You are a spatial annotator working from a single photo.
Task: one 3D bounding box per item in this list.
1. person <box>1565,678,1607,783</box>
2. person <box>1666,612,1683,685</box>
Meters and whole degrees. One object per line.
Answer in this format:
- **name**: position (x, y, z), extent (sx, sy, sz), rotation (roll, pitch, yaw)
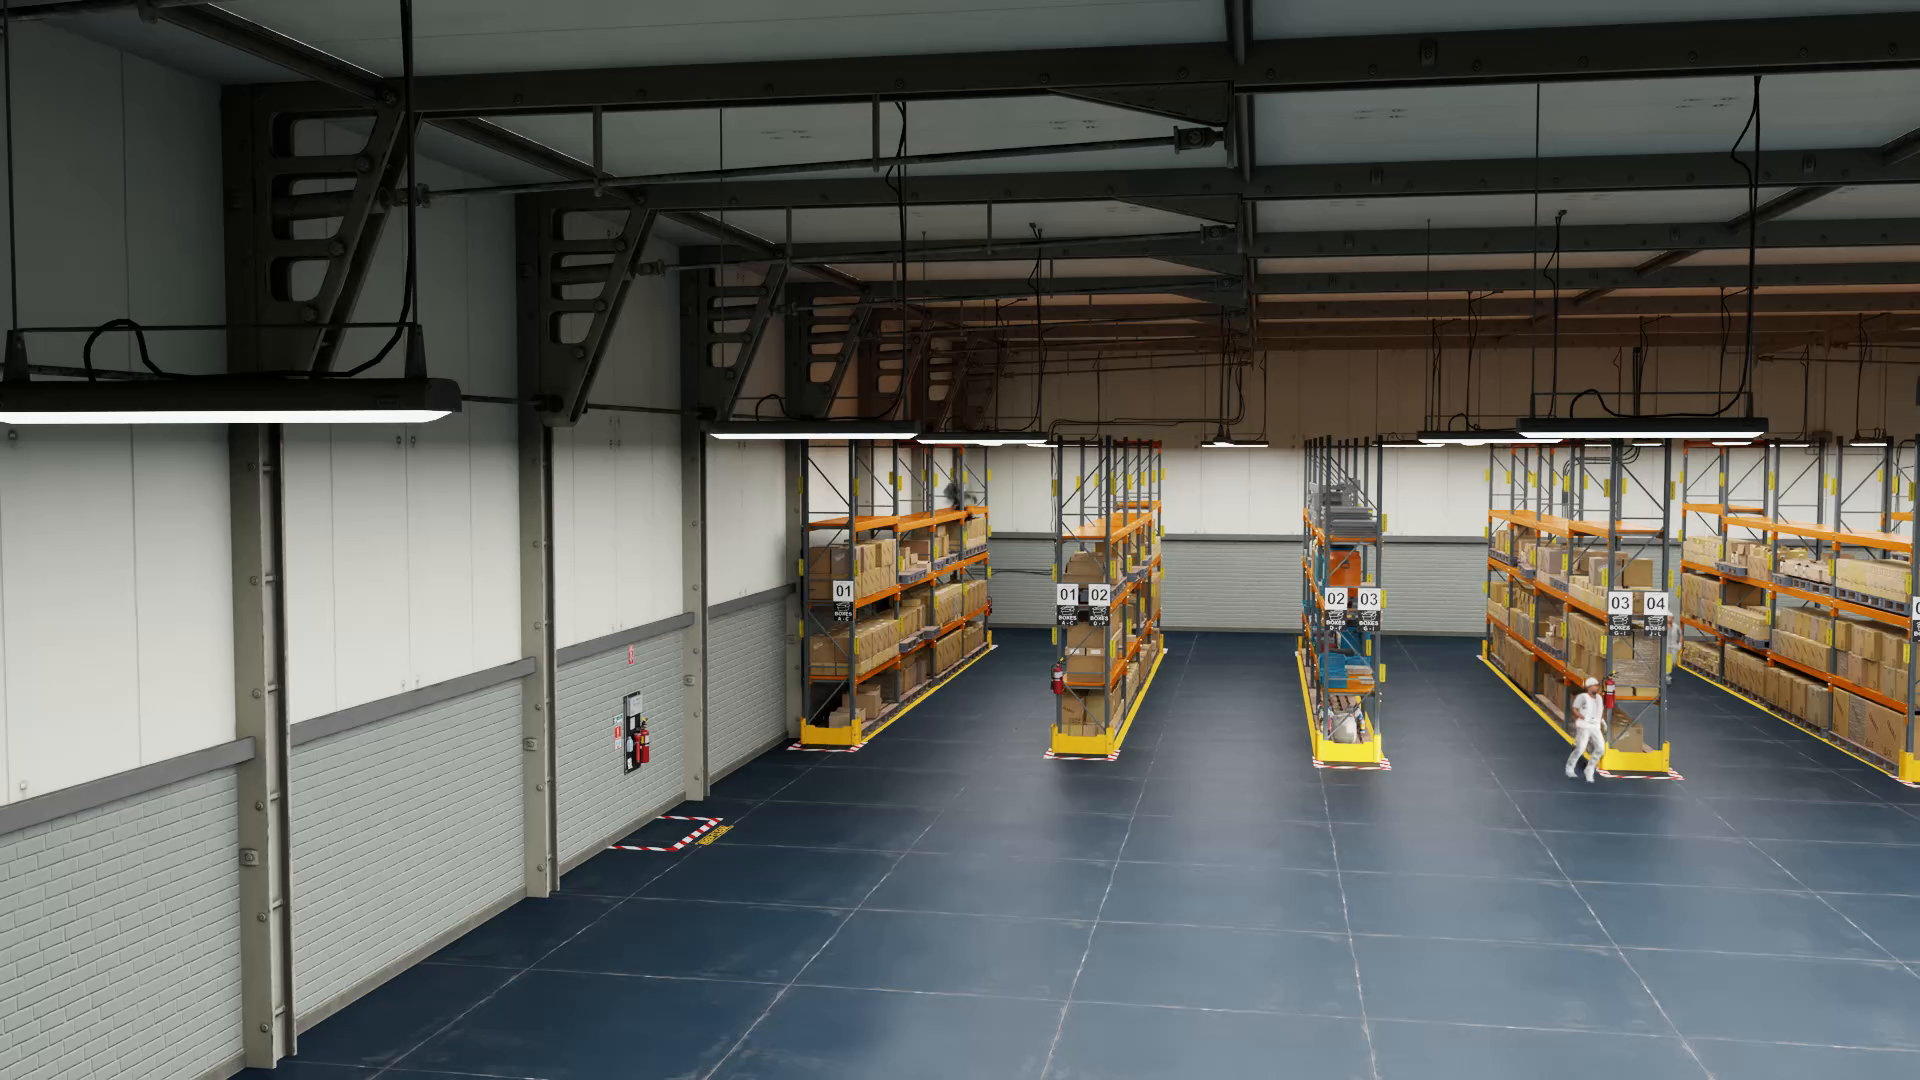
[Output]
- **person**: position (10.921, 3.288, 28.818), extent (0.755, 1.801, 0.624), rotation (-1, 3, -21)
- **person**: position (17.414, 2.612, 40.893), extent (0.680, 1.682, 0.740), rotation (1, 3, 10)
